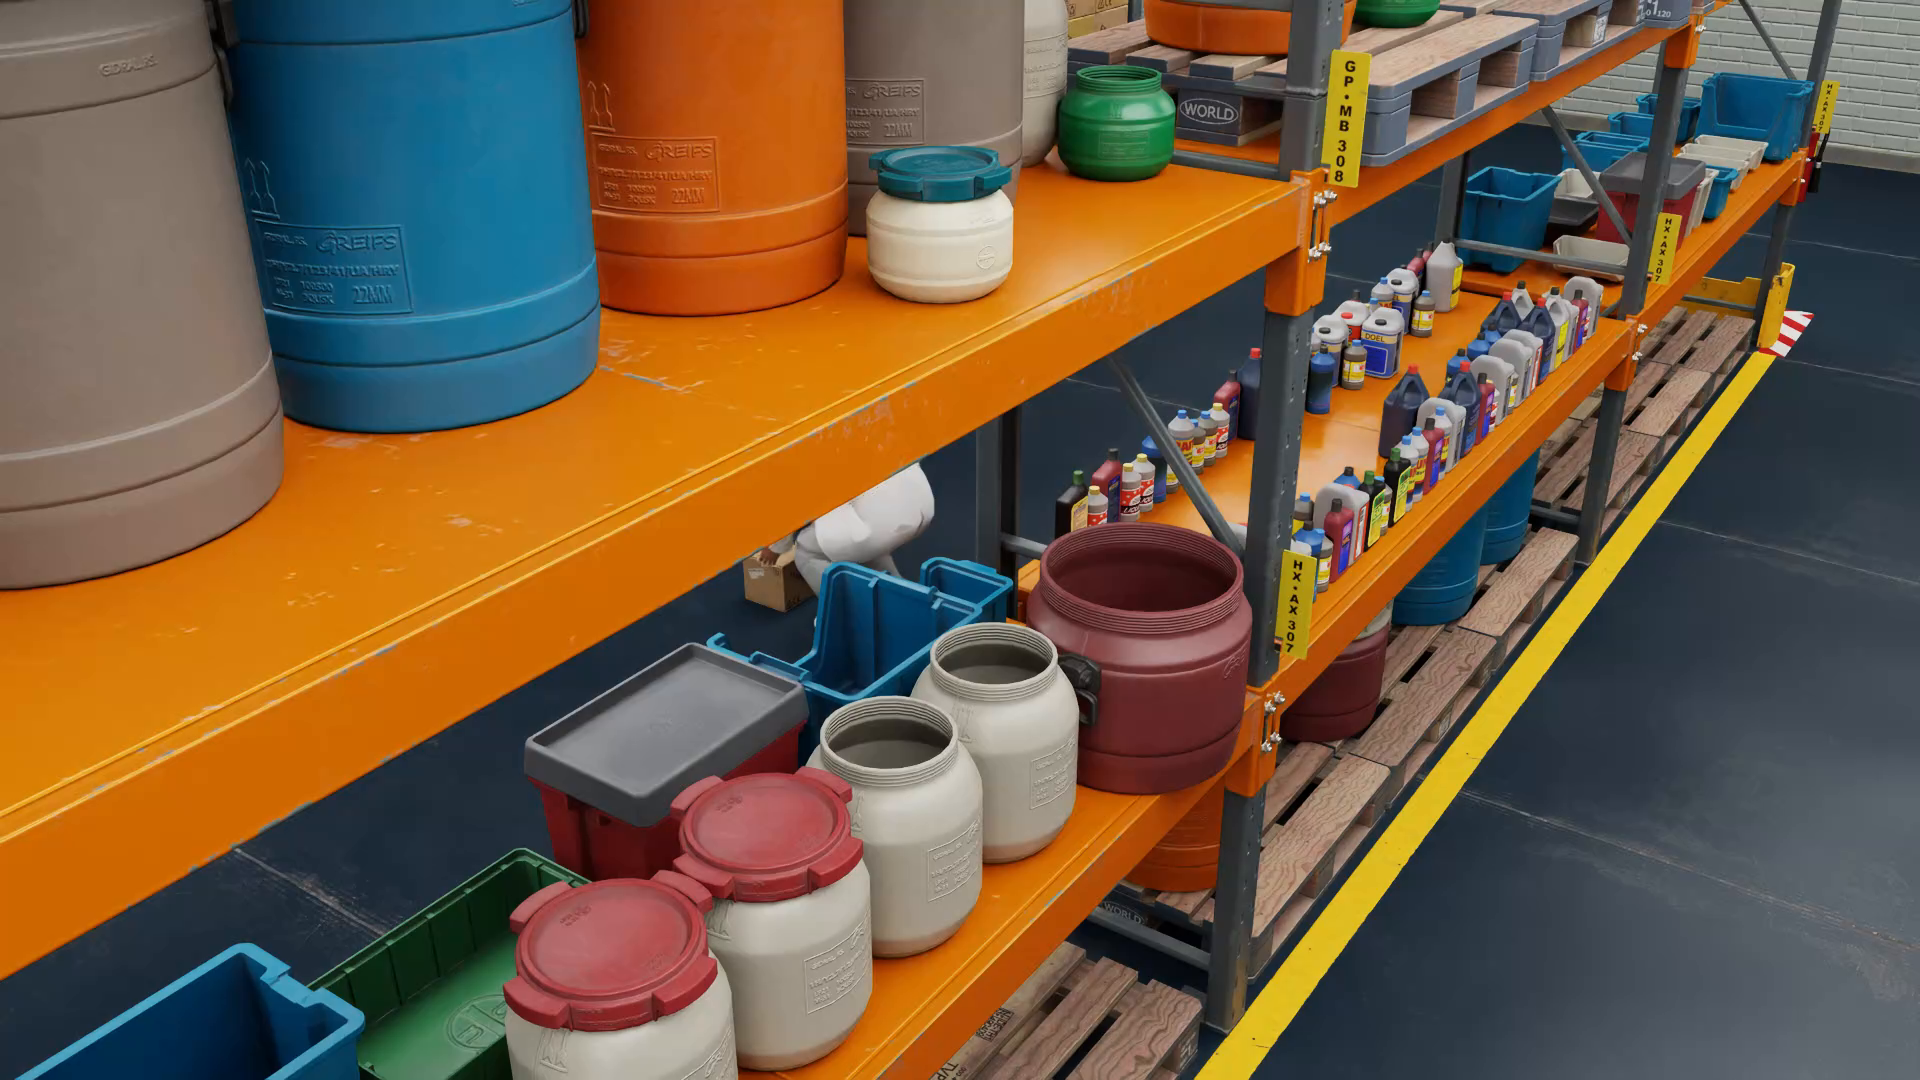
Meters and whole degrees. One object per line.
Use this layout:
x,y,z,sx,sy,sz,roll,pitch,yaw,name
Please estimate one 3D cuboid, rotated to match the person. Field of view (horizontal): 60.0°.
-0.518,-0.135,7.571,0.830,1.182,0.625,17,31,30,person
